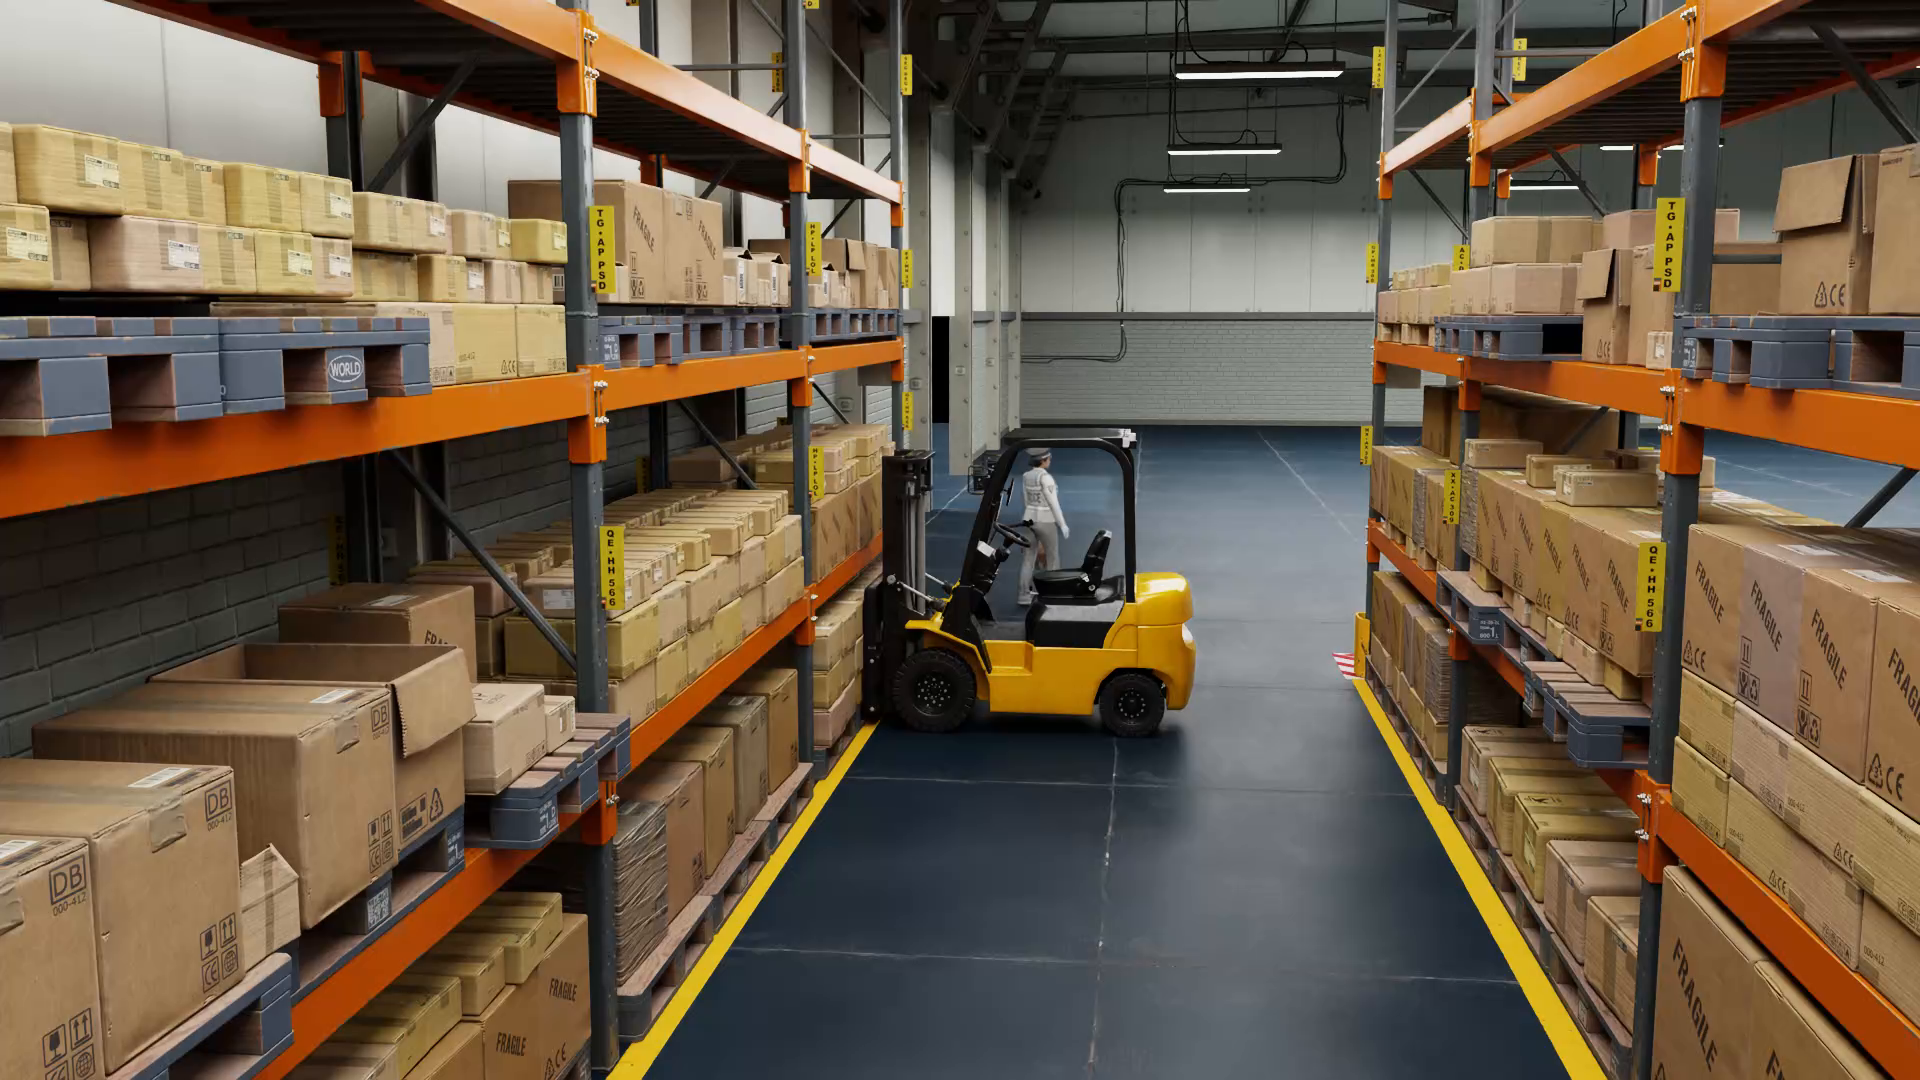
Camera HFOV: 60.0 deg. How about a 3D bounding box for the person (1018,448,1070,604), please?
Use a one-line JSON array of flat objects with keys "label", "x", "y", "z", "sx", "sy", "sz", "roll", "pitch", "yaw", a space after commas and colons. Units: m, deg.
[{"label": "person", "x": 0.903, "y": -0.159, "z": 17.315, "sx": 0.597, "sy": 1.672, "sz": 0.603, "roll": -6, "pitch": 10, "yaw": -36}]
